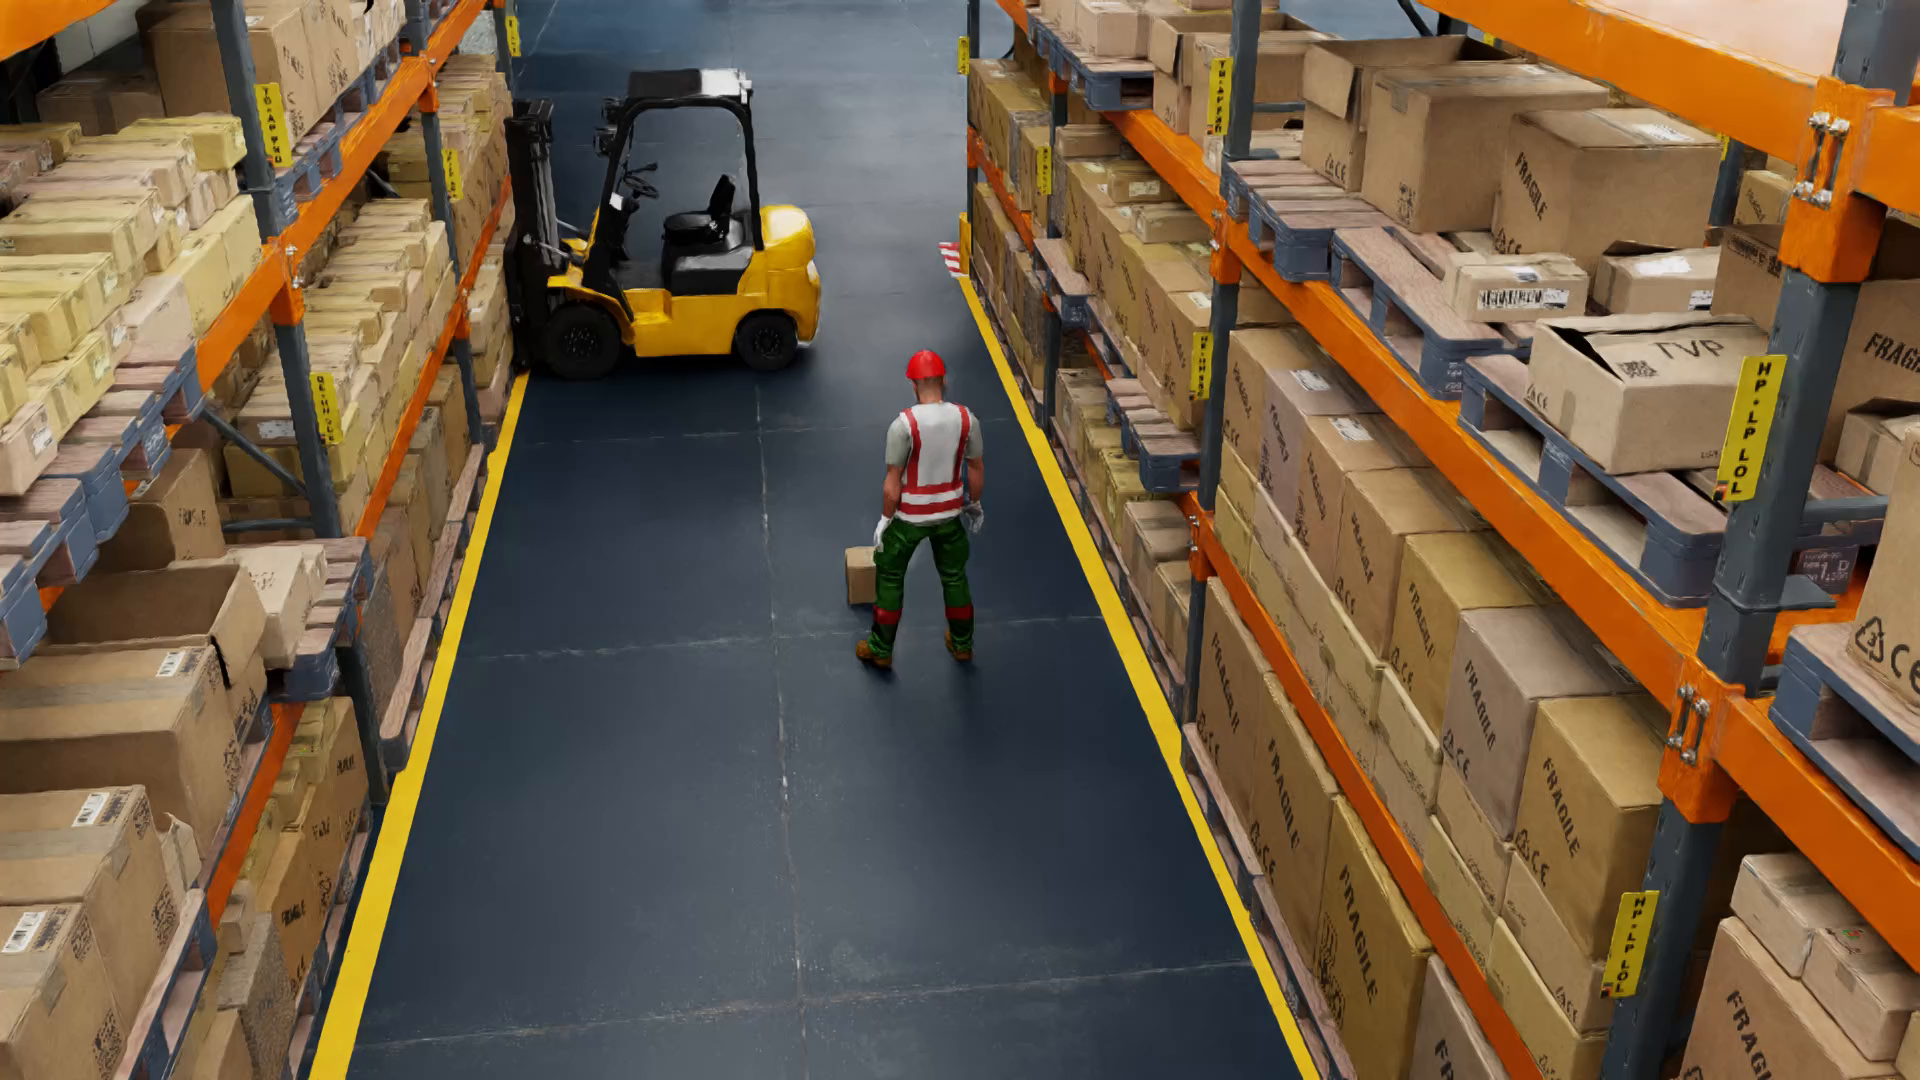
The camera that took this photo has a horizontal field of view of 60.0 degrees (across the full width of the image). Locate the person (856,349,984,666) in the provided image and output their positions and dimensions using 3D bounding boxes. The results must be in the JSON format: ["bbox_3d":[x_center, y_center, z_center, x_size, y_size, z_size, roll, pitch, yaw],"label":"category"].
[{"bbox_3d":[-0.211,-0.158,8.857,0.673,1.780,0.438,-12,29,-22],"label":"person"}]
